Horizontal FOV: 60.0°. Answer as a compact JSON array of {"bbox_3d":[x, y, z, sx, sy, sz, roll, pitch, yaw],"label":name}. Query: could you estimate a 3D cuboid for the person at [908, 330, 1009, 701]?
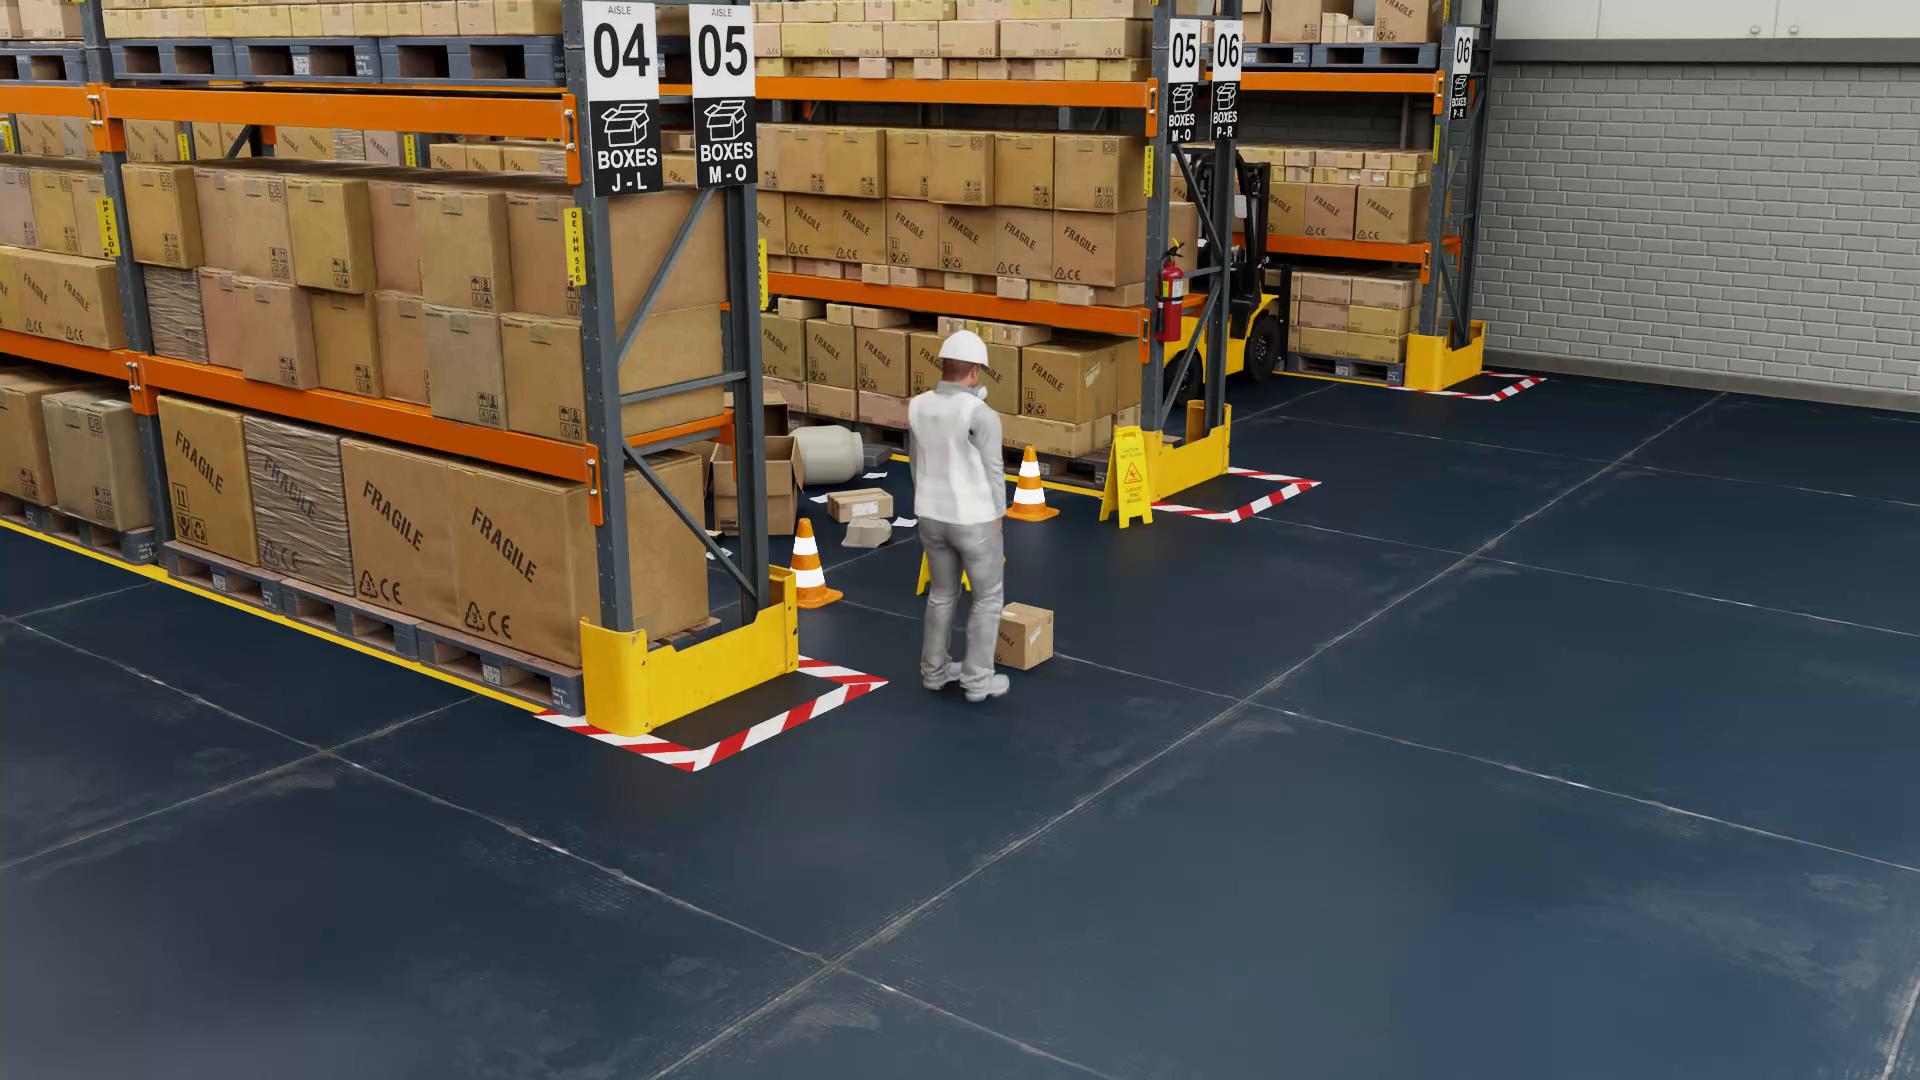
[{"bbox_3d":[-0.008,-0.120,7.942,0.540,1.757,0.389,12,20,36],"label":"person"}]
